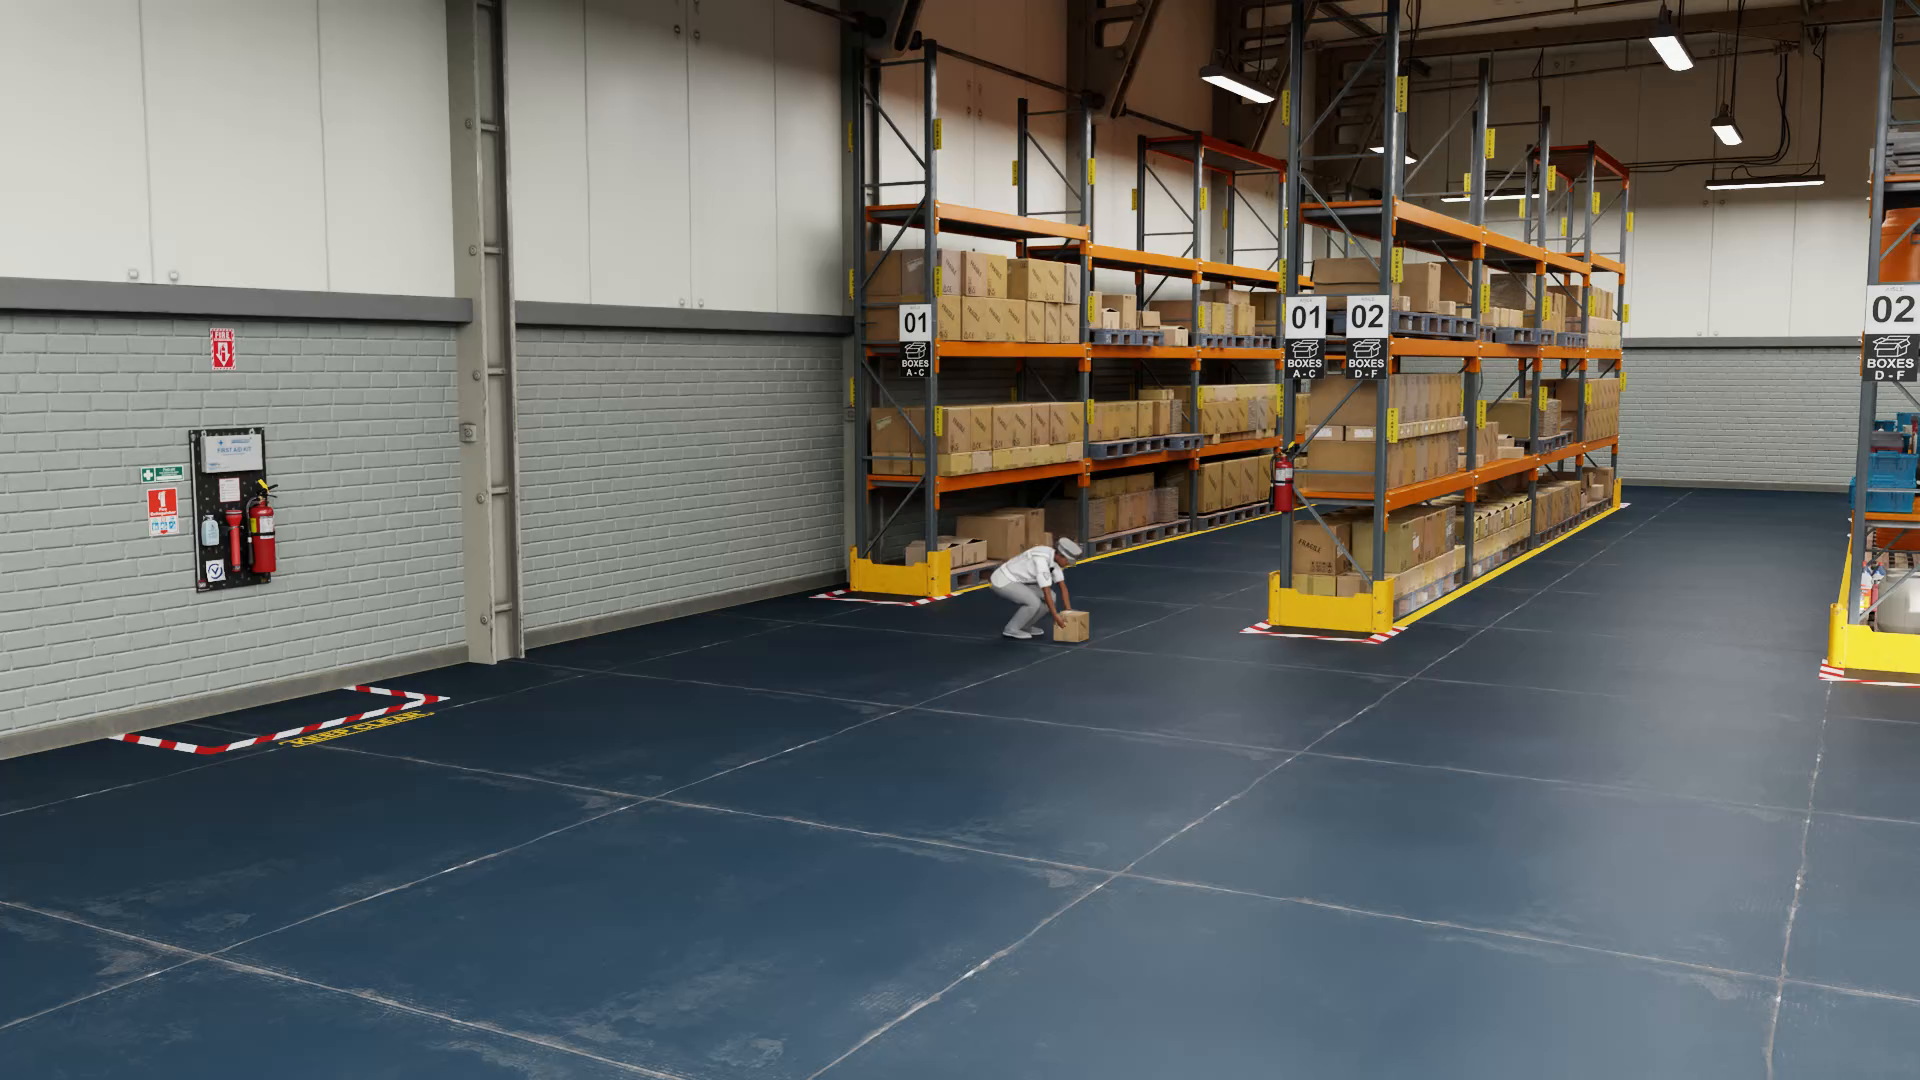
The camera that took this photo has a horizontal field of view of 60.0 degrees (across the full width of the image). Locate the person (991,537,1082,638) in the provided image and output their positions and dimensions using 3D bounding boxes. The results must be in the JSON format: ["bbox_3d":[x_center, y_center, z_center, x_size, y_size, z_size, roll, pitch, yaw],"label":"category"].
[{"bbox_3d":[0.723,0.443,15.619,0.861,0.947,0.484,3,7,28],"label":"person"}]
